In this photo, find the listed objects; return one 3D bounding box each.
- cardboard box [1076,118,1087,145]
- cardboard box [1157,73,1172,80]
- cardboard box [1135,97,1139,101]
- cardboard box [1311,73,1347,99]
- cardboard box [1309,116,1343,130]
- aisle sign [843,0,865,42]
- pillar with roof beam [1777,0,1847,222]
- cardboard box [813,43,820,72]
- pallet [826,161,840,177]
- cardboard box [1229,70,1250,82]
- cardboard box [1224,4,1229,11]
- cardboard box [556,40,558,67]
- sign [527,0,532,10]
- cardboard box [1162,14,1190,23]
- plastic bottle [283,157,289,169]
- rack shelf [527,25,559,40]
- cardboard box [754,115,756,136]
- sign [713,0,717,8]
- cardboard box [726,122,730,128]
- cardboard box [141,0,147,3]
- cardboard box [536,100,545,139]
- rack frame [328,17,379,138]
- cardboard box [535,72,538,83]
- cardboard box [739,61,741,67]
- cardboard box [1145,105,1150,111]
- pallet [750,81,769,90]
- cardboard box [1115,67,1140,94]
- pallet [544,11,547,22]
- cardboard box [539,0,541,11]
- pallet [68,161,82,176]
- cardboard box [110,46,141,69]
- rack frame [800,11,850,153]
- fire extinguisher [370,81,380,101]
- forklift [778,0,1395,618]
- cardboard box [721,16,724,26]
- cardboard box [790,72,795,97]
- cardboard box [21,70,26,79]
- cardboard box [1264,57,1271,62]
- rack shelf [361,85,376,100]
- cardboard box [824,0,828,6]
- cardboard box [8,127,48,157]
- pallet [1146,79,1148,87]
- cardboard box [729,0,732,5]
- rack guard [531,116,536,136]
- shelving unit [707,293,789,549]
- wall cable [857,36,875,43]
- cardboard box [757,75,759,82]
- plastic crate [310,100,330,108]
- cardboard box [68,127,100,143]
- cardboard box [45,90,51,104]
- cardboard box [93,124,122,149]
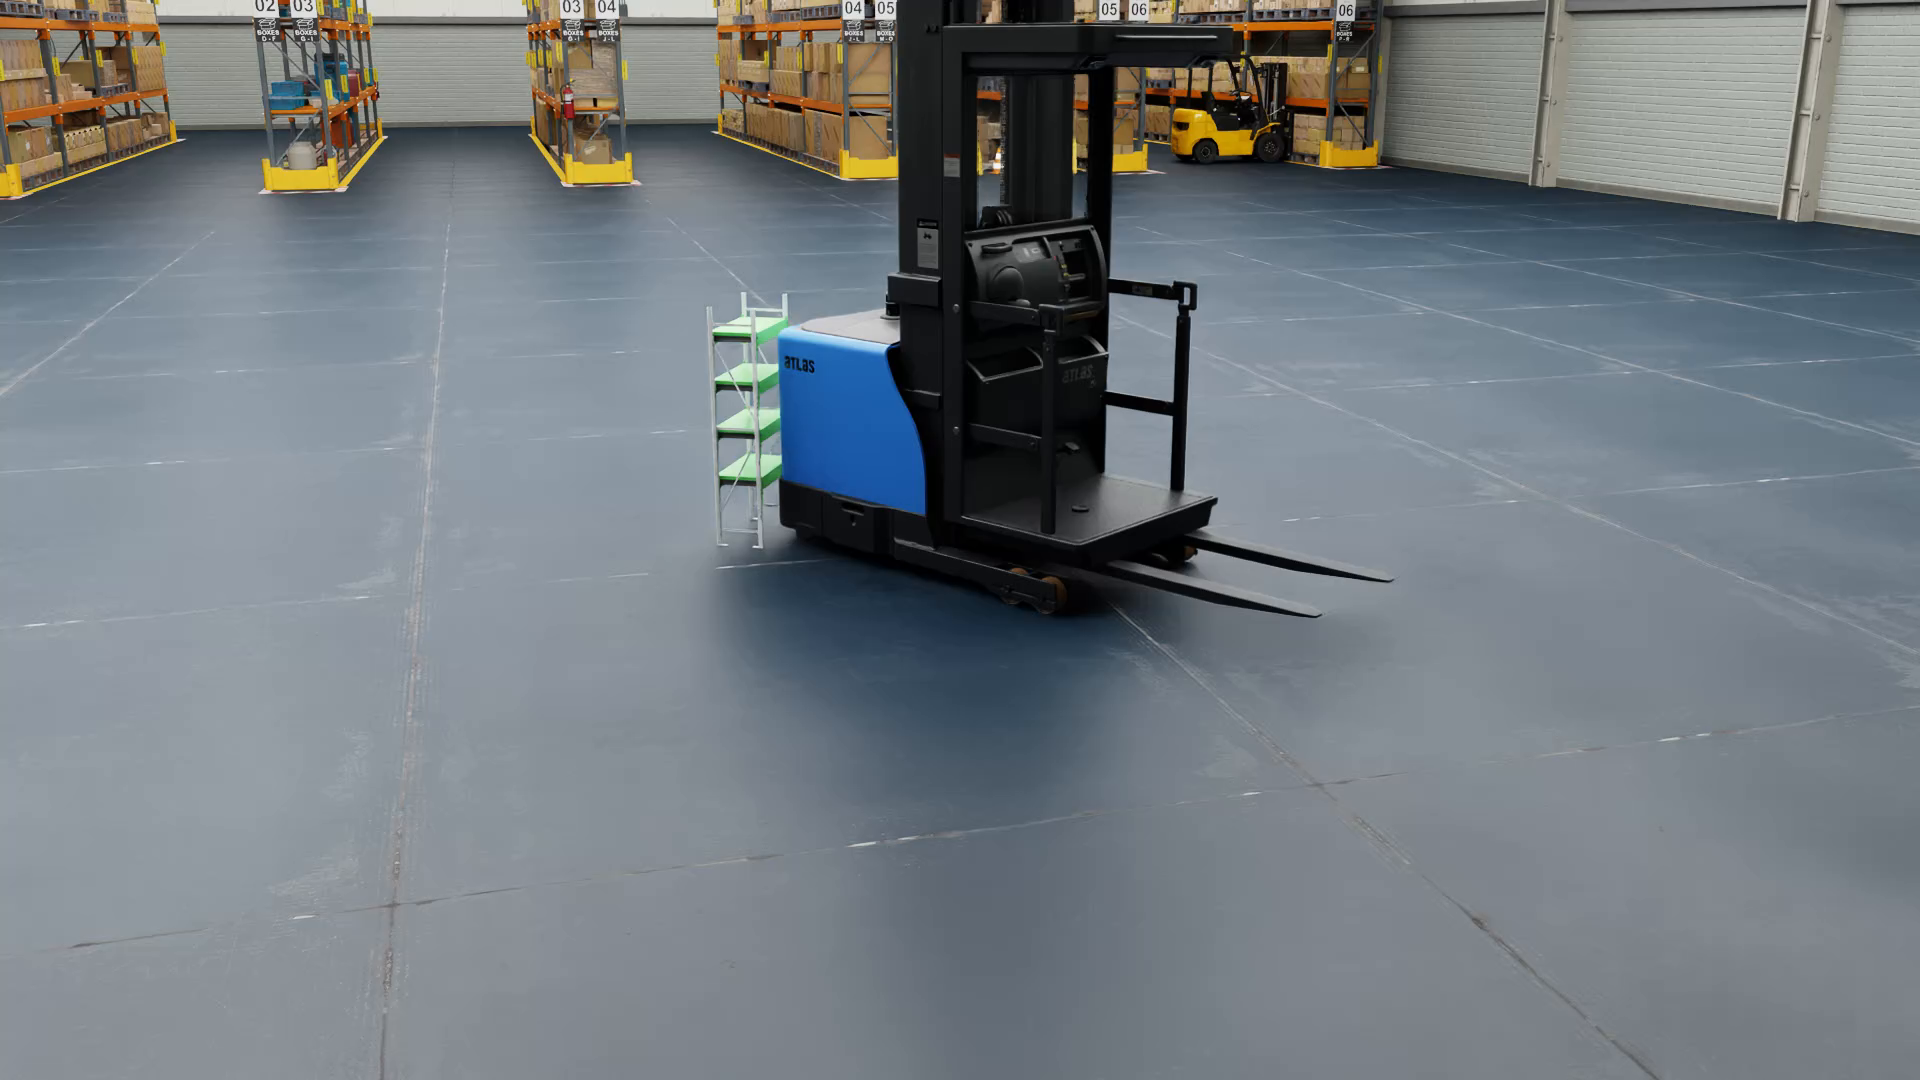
[{"bbox_3d":[2.610,-8.068,32.843,0.500,0.500,0.500,-5,17,-15],"label":"cardboard box"},{"bbox_3d":[5.104,-11.462,41.103,0.380,0.149,0.250,-4,17,-14],"label":"cardboard box"},{"bbox_3d":[4.515,-11.605,43.843,0.380,0.149,0.250,-6,18,-18],"label":"cardboard box"},{"bbox_3d":[7.465,-9.180,33.626,0.500,0.500,0.500,-5,17,-16],"label":"cardboard box"},{"bbox_3d":[7.426,-8.483,33.790,0.500,0.250,0.500,-4,17,-13],"label":"cardboard box"},{"bbox_3d":[-1.920,-9.406,30.032,0.394,0.787,0.004,-5,17,-15],"label":"aisle sign"},{"bbox_3d":[7.686,-8.494,21.089,9.100,9.000,0.400,-5,17,-15],"label":"pillar with roof beam"},{"bbox_3d":[-2.403,-9.492,32.699,0.875,0.550,0.550,-5,17,-15],"label":"cardboard box"},{"bbox_3d":[-1.946,-7.084,31.668,1.003,0.211,1.213,-5,17,-15],"label":"pallet"},{"bbox_3d":[6.372,-10.407,37.274,0.500,0.250,0.500,-5,17,-16],"label":"cardboard box"},{"bbox_3d":[6.159,-11.969,37.402,0.380,0.149,0.250,-5,17,-15],"label":"cardboard box"},{"bbox_3d":[-7.244,-9.057,30.961,0.500,0.500,0.500,-5,17,-15],"label":"cardboard box"},{"bbox_3d":[-10.279,-12.837,39.724,0.100,0.325,0.005,-5,17,-15],"label":"sign"},{"bbox_3d":[5.279,-12.717,40.622,0.500,0.250,0.500,-5,18,-17],"label":"cardboard box"},{"bbox_3d":[-12.136,-6.792,29.950,0.097,0.201,0.097,0,17,0],"label":"plastic bottle"},{"bbox_3d":[-10.295,-12.805,41.902,1.077,0.370,4.000,-5,17,-15],"label":"rack shelf"},{"bbox_3d":[-4.697,-10.012,40.184,0.500,0.500,0.500,-4,17,-14],"label":"cardboard box"},{"bbox_3d":[-6.570,-14.442,44.584,0.100,0.325,0.005,-5,17,-15],"label":"sign"},{"bbox_3d":[-6.021,-11.082,44.357,0.380,0.149,0.250,-4,17,-15],"label":"cardboard box"},{"bbox_3d":[-20.214,-13.306,40.409,0.700,0.500,0.500,-5,17,-15],"label":"cardboard box"},{"bbox_3d":[-9.304,-9.920,39.227,1.225,0.875,0.875,-5,18,-17],"label":"cardboard box"},{"bbox_3d":[-15.607,-11.874,42.768,1.000,3.000,0.127,-5,17,-15],"label":"rack frame"},{"bbox_3d":[-10.119,-11.331,40.705,0.500,0.250,0.500,-5,17,-16],"label":"cardboard box"},{"bbox_3d":[-5.200,-11.667,40.752,0.380,0.149,0.250,-4,17,-14],"label":"cardboard box"},{"bbox_3d":[4.937,-11.030,42.446,0.380,0.149,0.250,-6,18,-18],"label":"cardboard box"},{"bbox_3d":[-4.433,-10.870,39.757,1.003,0.211,1.213,-5,17,-15],"label":"pallet"},{"bbox_3d":[3.217,-8.967,32.399,0.500,0.500,0.500,-5,17,-16],"label":"cardboard box"},{"bbox_3d":[-7.902,-10.759,34.168,1.213,0.211,1.003,-5,17,-15],"label":"pallet"},{"bbox_3d":[-8.764,-11.627,35.687,0.500,0.500,0.500,-5,17,-15],"label":"cardboard box"},{"bbox_3d":[-17.313,-7.030,31.487,1.003,0.211,1.213,-5,17,-15],"label":"pallet"},{"bbox_3d":[-19.130,-11.057,38.134,0.500,0.500,0.500,-4,17,-14],"label":"cardboard box"},{"bbox_3d":[-2.750,-9.311,34.234,1.000,3.000,0.127,-5,17,-15],"label":"rack frame"},{"bbox_3d":[-15.212,-11.736,43.092,0.296,0.674,0.183,-5,17,-15],"label":"fire extinguisher"},{"bbox_3d":[0.517,-1.244,7.500,3.031,2.935,1.130,14,22,40],"label":"forklift"},{"bbox_3d":[-6.030,-13.704,43.908,0.500,0.250,0.500,-4,17,-13],"label":"cardboard box"},{"bbox_3d":[-3.289,-9.622,35.095,0.500,0.500,0.500,-5,17,-16],"label":"cardboard box"},{"bbox_3d":[-16.369,-8.040,28.703,0.380,0.149,0.250,-4,17,-13],"label":"cardboard box"},{"bbox_3d":[6.765,-10.298,35.704,0.380,0.149,0.250,-4,17,-14],"label":"cardboard box"},{"bbox_3d":[-15.057,-10.976,41.030,1.077,0.370,4.000,-5,17,-15],"label":"rack shelf"},{"bbox_3d":[-2.348,-10.116,31.235,0.380,0.149,0.250,-5,17,-16],"label":"cardboard box"},{"bbox_3d":[-16.468,-7.020,29.353,0.500,0.500,0.500,-5,17,-15],"label":"cardboard box"},{"bbox_3d":[5.115,-11.676,42.440,1.003,0.211,1.213,-5,17,-15],"label":"pallet"},{"bbox_3d":[-5.678,-13.739,42.462,0.380,0.149,0.250,-5,17,-16],"label":"cardboard box"},{"bbox_3d":[-10.851,-11.075,44.454,1.175,0.500,0.348,-5,17,-15],"label":"rack guard"},{"bbox_3d":[-1.048,-0.609,8.395,0.258,1.200,0.503,4,17,12],"label":"shelving unit"},{"bbox_3d":[-2.888,-15.109,51.716,0.585,1.953,0.123,-5,17,-15],"label":"wall cable"},{"bbox_3d":[-4.493,-10.667,38.456,0.380,0.149,0.250,-5,17,-15],"label":"cardboard box"},{"bbox_3d":[-11.147,-7.595,28.981,0.298,0.136,0.250,-5,17,-15],"label":"plastic crate"},{"bbox_3d":[-17.642,-8.155,33.461,0.500,0.311,0.500,-5,17,-16],"label":"cardboard box"},{"bbox_3d":[-17.250,-8.225,30.881,0.500,0.250,0.500,-4,17,-12],"label":"cardboard box"},{"bbox_3d":[-18.172,-8.577,35.373,0.500,0.500,0.500,-5,18,-17],"label":"cardboard box"}]
